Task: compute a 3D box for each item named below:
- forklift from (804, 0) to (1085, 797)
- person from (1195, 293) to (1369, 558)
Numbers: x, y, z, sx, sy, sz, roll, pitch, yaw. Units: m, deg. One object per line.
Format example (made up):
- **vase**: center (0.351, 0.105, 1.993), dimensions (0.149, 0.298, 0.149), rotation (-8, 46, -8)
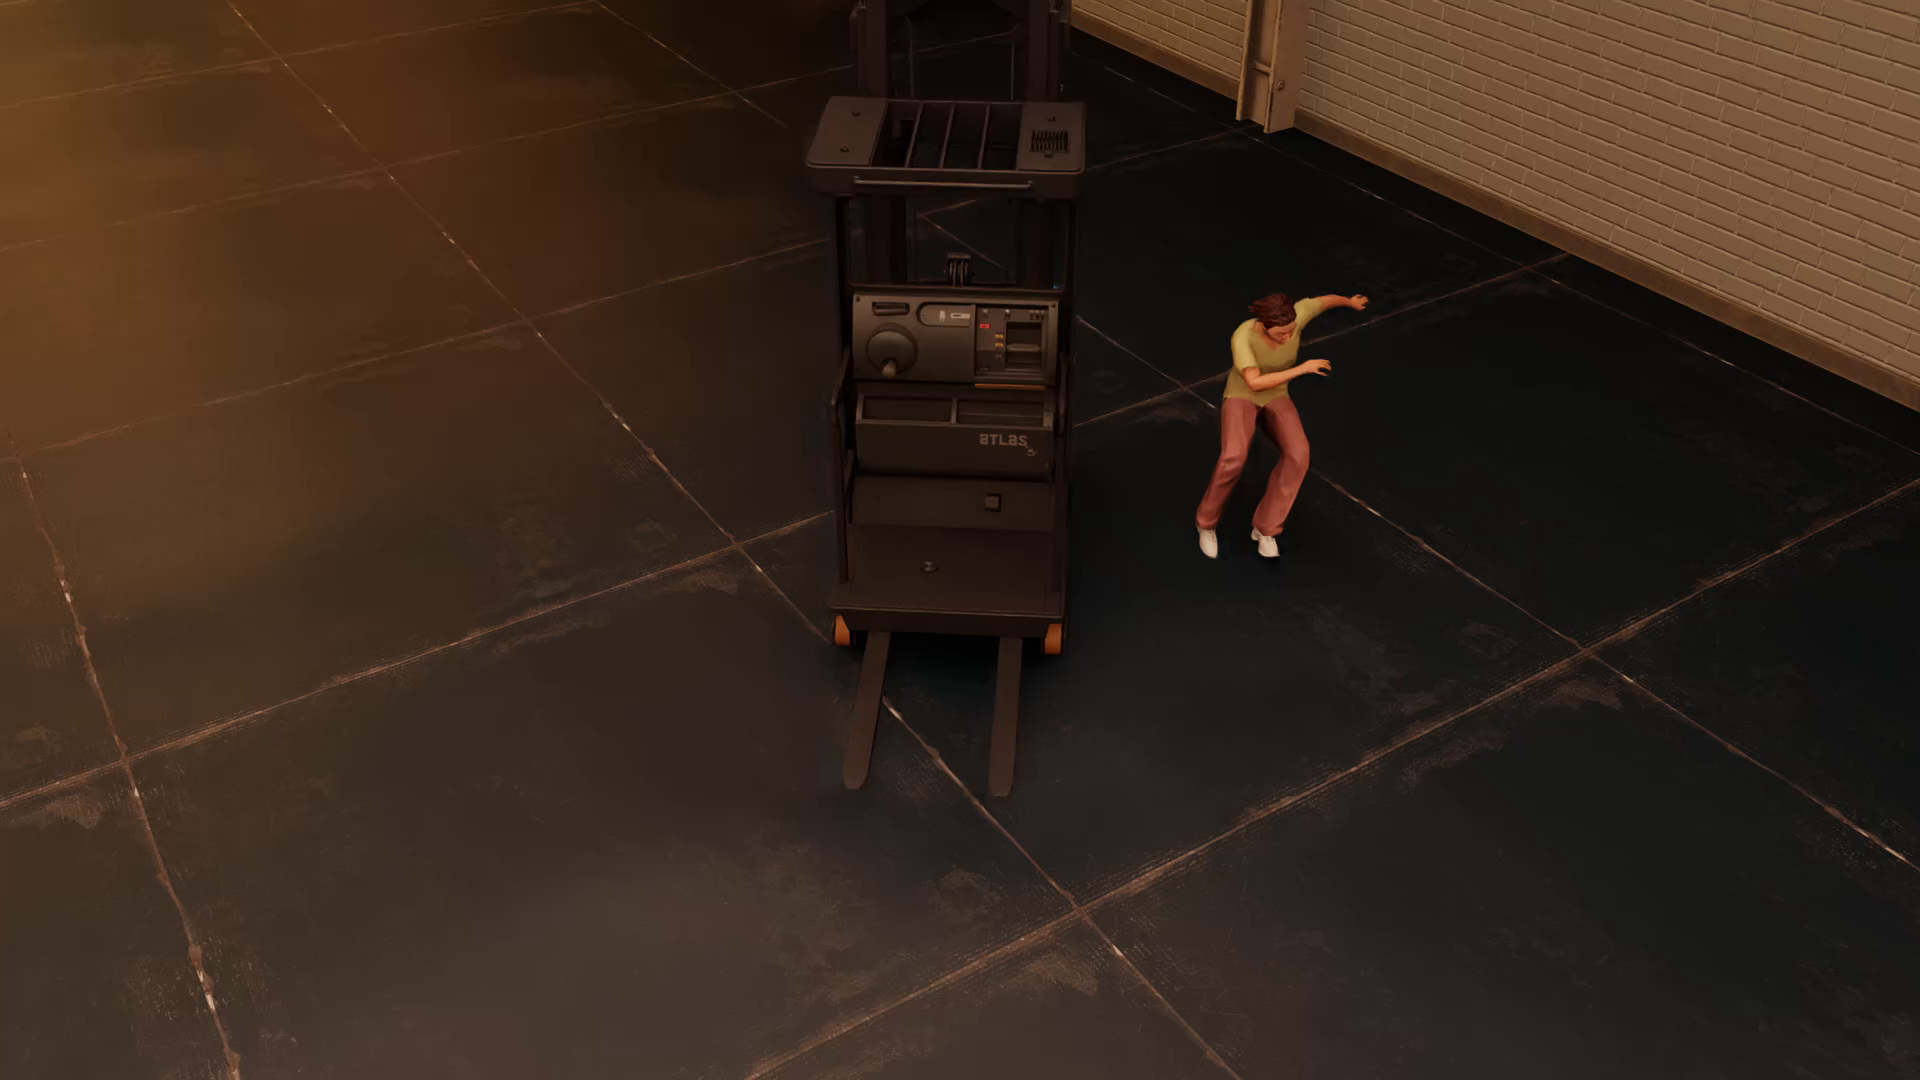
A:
- **forklift**: center (-0.034, -0.848, 7.354), dimensions (1.130, 2.935, 3.031), rotation (2, 35, 3)
- **person**: center (1.733, -0.670, 8.511), dimensions (1.112, 1.363, 0.877), rotation (-9, 36, -13)
